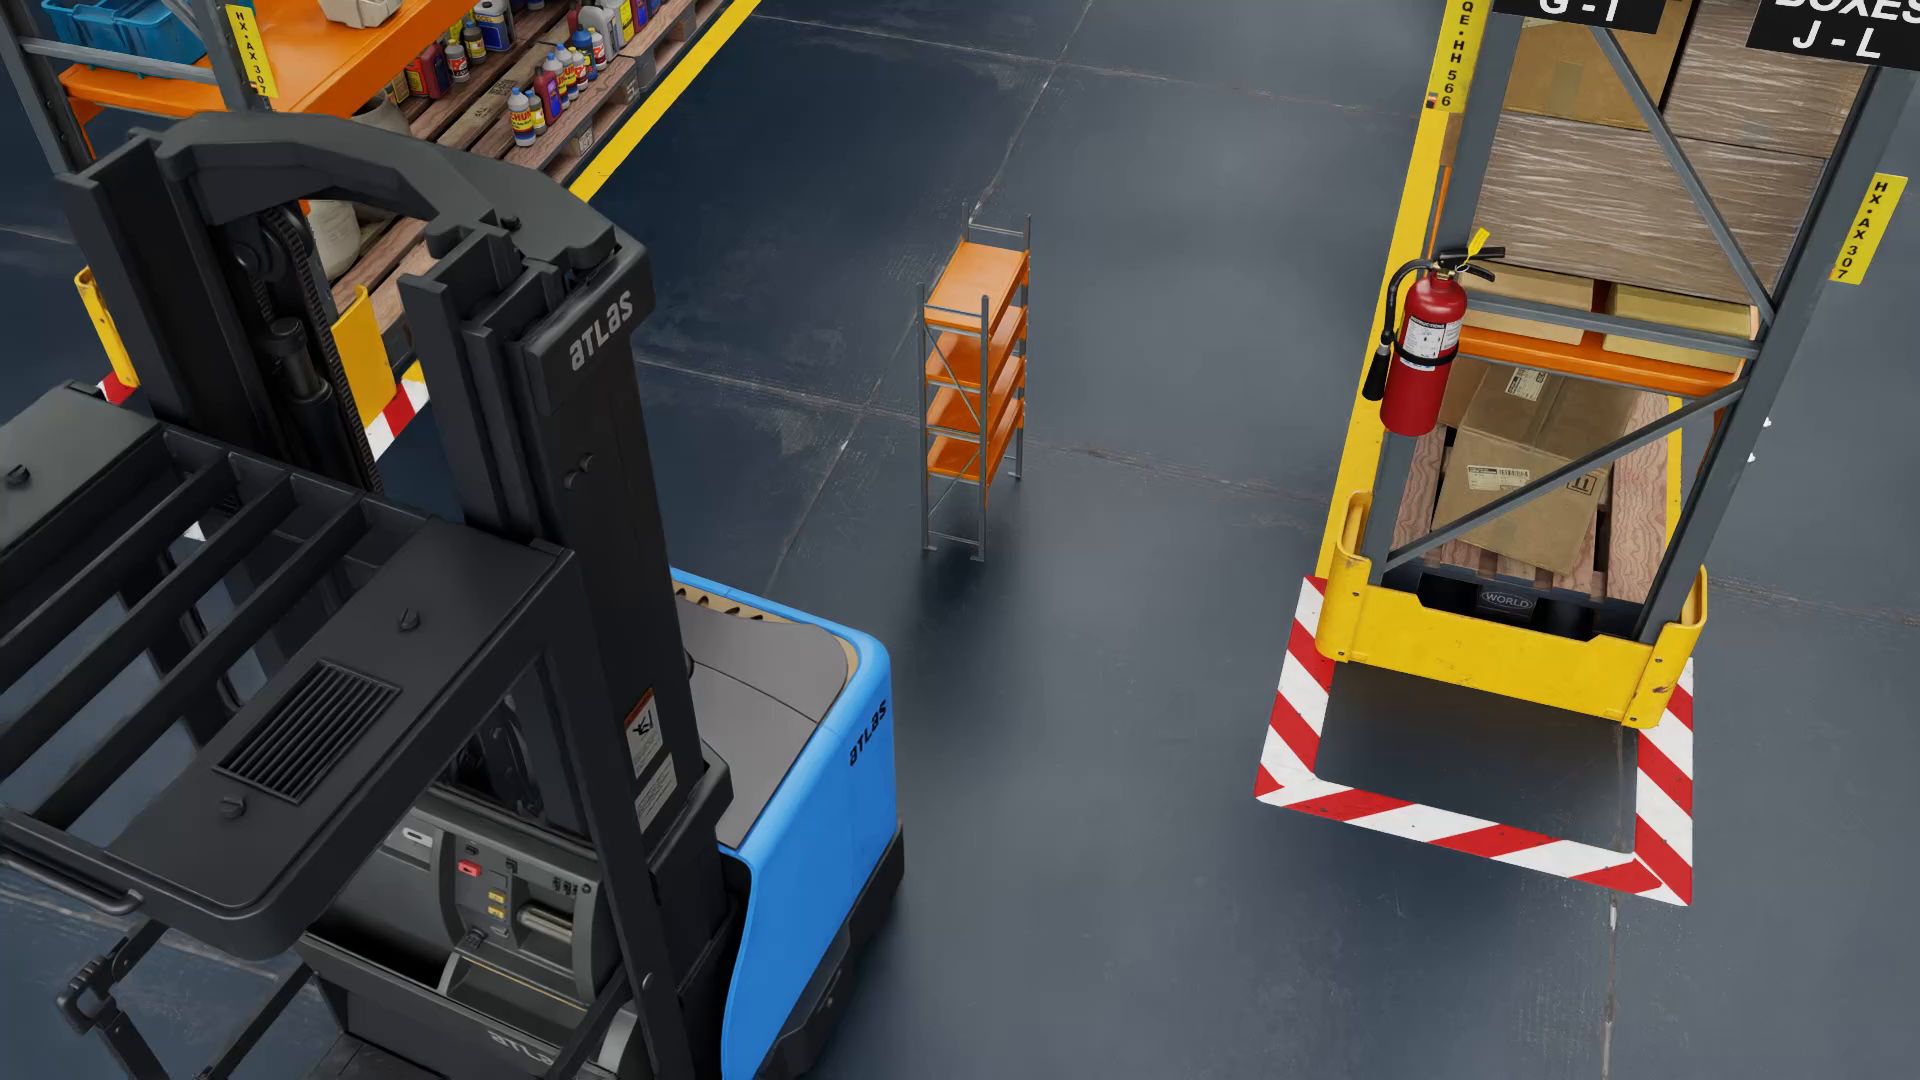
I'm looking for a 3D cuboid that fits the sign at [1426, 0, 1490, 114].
[{"bbox_3d":[1.299,-1.268,4.348,0.100,0.325,0.005,13,46,13],"label":"sign"}]

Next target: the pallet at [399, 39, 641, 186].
[{"bbox_3d":[-2.298,-2.074,8.219,1.003,0.211,1.213,13,46,13],"label":"pallet"}]

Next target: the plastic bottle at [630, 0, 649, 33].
[{"bbox_3d":[-1.675,-2.777,8.570,0.061,0.283,0.133,15,46,15],"label":"plastic bottle"}]

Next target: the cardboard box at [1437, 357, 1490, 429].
[{"bbox_3d":[2.176,-0.686,6.293,0.500,0.500,0.500,24,49,23],"label":"cardboard box"}]

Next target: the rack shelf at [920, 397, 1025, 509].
[{"bbox_3d":[0.050,-0.349,6.129,0.258,0.148,0.480,13,46,13],"label":"rack shelf"}]

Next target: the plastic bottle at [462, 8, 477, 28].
[{"bbox_3d":[-2.513,-2.677,8.420,0.144,0.351,0.185,12,46,12],"label":"plastic bottle"}]

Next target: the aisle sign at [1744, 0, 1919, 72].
[{"bbox_3d":[2.089,-1.435,3.713,0.394,0.787,0.004,13,46,13],"label":"aisle sign"}]

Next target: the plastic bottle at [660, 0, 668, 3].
[{"bbox_3d":[-1.607,-3.046,8.797,0.144,0.351,0.185,11,46,11],"label":"plastic bottle"}]

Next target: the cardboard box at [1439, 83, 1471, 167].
[{"bbox_3d":[2.052,-1.472,5.325,0.875,0.500,0.500,13,46,13],"label":"cardboard box"}]

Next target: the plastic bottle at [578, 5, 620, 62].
[{"bbox_3d":[-1.816,-2.569,8.363,0.152,0.276,0.135,13,46,13],"label":"plastic bottle"}]

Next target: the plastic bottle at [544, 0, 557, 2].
[{"bbox_3d":[-2.189,-3.056,8.807,0.144,0.351,0.185,13,46,13],"label":"plastic bottle"}]

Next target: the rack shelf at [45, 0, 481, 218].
[{"bbox_3d":[-2.293,-2.736,7.415,1.077,0.370,4.000,13,46,13],"label":"rack shelf"}]

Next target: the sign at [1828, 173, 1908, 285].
[{"bbox_3d":[2.339,-0.805,4.309,0.100,0.325,0.005,13,46,13],"label":"sign"}]

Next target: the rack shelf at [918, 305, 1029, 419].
[{"bbox_3d":[0.050,-0.651,5.834,0.258,0.148,0.480,13,46,13],"label":"rack shelf"}]

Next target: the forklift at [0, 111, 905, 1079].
[{"bbox_3d":[-1.237,0.791,3.346,1.130,2.935,3.031,17,47,17],"label":"forklift"}]

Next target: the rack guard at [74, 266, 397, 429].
[{"bbox_3d":[-2.920,-0.827,6.737,1.175,0.500,0.348,13,46,13],"label":"rack guard"}]

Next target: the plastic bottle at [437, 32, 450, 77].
[{"bbox_3d":[-2.615,-2.415,8.206,0.152,0.276,0.135,11,46,11],"label":"plastic bottle"}]

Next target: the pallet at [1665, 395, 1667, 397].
[{"bbox_3d":[2.496,-1.009,7.130,1.003,0.211,1.213,13,46,13],"label":"pallet"}]

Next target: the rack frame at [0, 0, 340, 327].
[{"bbox_3d":[-2.898,-1.660,5.801,1.000,3.000,0.127,13,46,13],"label":"rack frame"}]

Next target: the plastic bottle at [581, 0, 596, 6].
[{"bbox_3d":[-1.869,-2.683,8.475,0.061,0.283,0.133,13,46,13],"label":"plastic bottle"}]

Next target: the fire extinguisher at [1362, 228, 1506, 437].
[{"bbox_3d":[1.348,-0.604,4.778,0.296,0.674,0.183,13,46,13],"label":"fire extinguisher"}]

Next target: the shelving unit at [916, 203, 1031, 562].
[{"bbox_3d":[0.050,-0.539,5.943,0.258,1.200,0.503,13,46,13],"label":"shelving unit"}]

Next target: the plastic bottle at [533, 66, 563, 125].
[{"bbox_3d":[-1.966,-2.136,7.915,0.061,0.283,0.133,13,46,13],"label":"plastic bottle"}]

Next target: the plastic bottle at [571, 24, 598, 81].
[{"bbox_3d":[-1.857,-2.414,8.209,0.097,0.271,0.097,0,44,0],"label":"plastic bottle"}]

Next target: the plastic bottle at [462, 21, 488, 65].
[{"bbox_3d":[-2.441,-2.503,8.350,0.097,0.201,0.097,0,44,0],"label":"plastic bottle"}]

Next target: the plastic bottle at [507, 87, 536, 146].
[{"bbox_3d":[-2.052,-1.984,7.769,0.097,0.271,0.097,0,44,0],"label":"plastic bottle"}]

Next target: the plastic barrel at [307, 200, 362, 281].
[{"bbox_3d":[-2.772,-1.375,6.989,0.421,0.512,0.421,0,44,0],"label":"plastic barrel"}]

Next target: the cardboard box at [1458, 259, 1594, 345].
[{"bbox_3d":[1.712,-0.754,5.056,0.380,0.149,0.250,13,46,13],"label":"cardboard box"}]

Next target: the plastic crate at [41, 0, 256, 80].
[{"bbox_3d":[-3.032,-2.003,6.259,0.499,0.251,0.616,13,46,13],"label":"plastic crate"}]

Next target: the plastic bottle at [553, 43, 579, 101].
[{"bbox_3d":[-1.918,-2.279,8.071,0.097,0.271,0.097,0,44,0],"label":"plastic bottle"}]

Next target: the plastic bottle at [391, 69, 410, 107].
[{"bbox_3d":[-2.742,-2.245,8.027,0.061,0.283,0.133,14,46,13],"label":"plastic bottle"}]

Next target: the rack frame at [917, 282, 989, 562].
[{"bbox_3d":[-0.024,-0.377,5.777,0.240,1.200,0.015,13,46,13],"label":"rack frame"}]

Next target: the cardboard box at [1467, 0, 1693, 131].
[{"bbox_3d":[1.753,-1.529,4.669,0.500,0.500,0.500,13,46,13],"label":"cardboard box"}]
